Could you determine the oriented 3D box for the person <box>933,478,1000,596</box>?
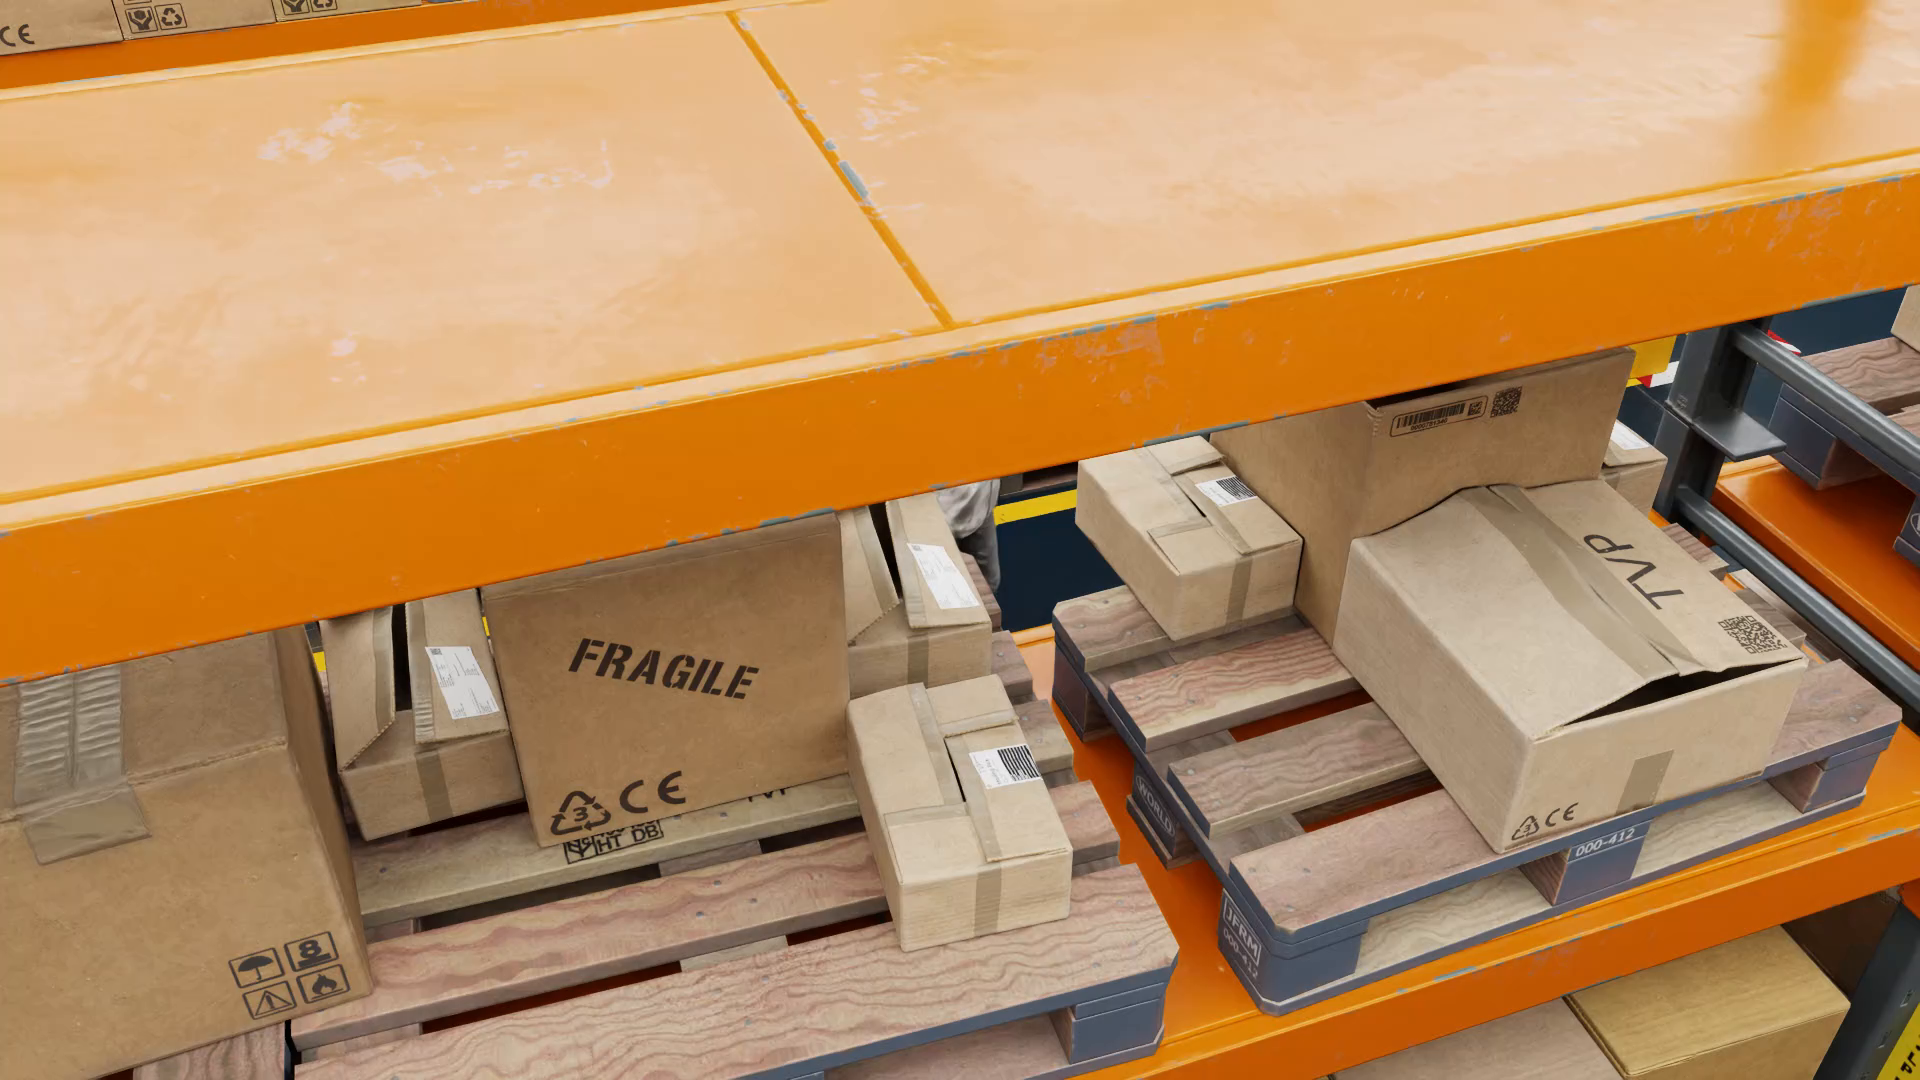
[{"bbox_3d":[-0.065,-0.135,6.811,0.566,1.765,0.560,17,41,21],"label":"person"}]
